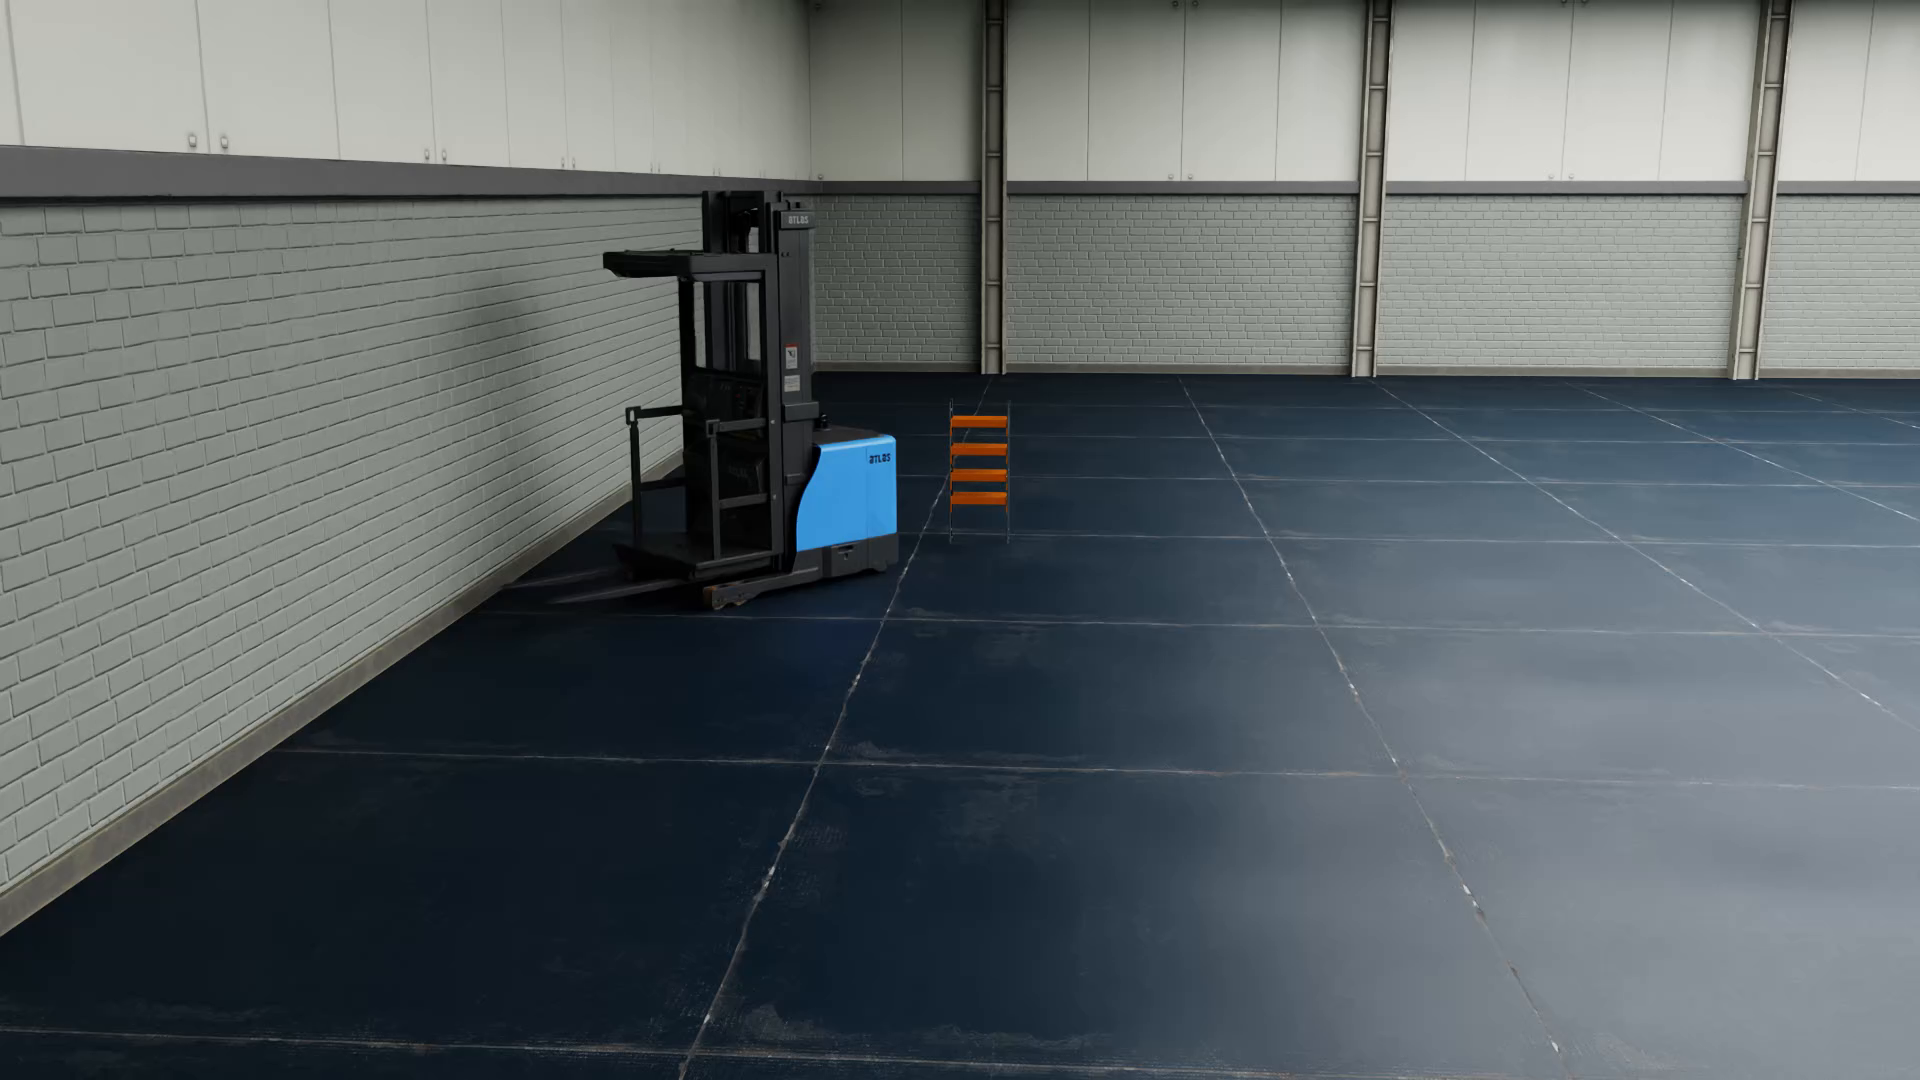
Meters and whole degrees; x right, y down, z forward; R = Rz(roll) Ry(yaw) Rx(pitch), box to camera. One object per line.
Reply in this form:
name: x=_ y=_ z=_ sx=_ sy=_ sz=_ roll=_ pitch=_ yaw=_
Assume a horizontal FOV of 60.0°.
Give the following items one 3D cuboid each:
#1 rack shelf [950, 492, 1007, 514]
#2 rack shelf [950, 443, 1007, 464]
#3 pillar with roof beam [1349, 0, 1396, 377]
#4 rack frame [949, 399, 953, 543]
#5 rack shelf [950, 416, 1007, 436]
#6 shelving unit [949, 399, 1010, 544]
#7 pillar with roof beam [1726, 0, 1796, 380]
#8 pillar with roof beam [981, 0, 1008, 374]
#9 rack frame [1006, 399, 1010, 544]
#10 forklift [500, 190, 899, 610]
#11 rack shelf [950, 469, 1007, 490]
rack shelf: x=0.165 y=-0.325 z=14.189 sx=0.480 sy=0.148 sz=0.258 roll=1 pitch=12 yaw=4
rack shelf: x=0.165 y=-0.738 z=14.102 sx=0.480 sy=0.148 sz=0.258 roll=1 pitch=12 yaw=4
pillar with roof beam: x=6.252 y=-6.196 z=21.908 sx=0.400 sy=9.000 sz=9.100 roll=1 pitch=12 yaw=4
rack frame: x=-0.078 y=-0.588 z=14.150 sx=0.015 sy=1.200 sz=0.240 roll=1 pitch=12 yaw=4
rack shelf: x=0.165 y=-0.970 z=14.054 sx=0.480 sy=0.148 sz=0.258 roll=1 pitch=12 yaw=4
shelving unit: x=0.165 y=-0.585 z=14.134 sx=0.503 sy=1.200 sz=0.258 roll=1 pitch=12 yaw=4
pillar with roof beam: x=12.239 y=-6.113 z=21.516 sx=0.400 sy=9.000 sz=9.100 roll=1 pitch=12 yaw=4
pillar with roof beam: x=0.266 y=-6.278 z=22.301 sx=0.400 sy=9.000 sz=9.100 roll=1 pitch=12 yaw=4
rack frame: x=0.409 y=-0.582 z=14.118 sx=0.015 sy=1.200 sz=0.240 roll=1 pitch=12 yaw=4
forklift: x=-1.893 y=-1.056 z=12.157 sx=3.031 sy=2.935 sz=1.130 roll=-11 pitch=16 yaw=-43
rack shelf: x=0.165 y=-0.519 z=14.148 sx=0.480 sy=0.148 sz=0.258 roll=1 pitch=12 yaw=4
